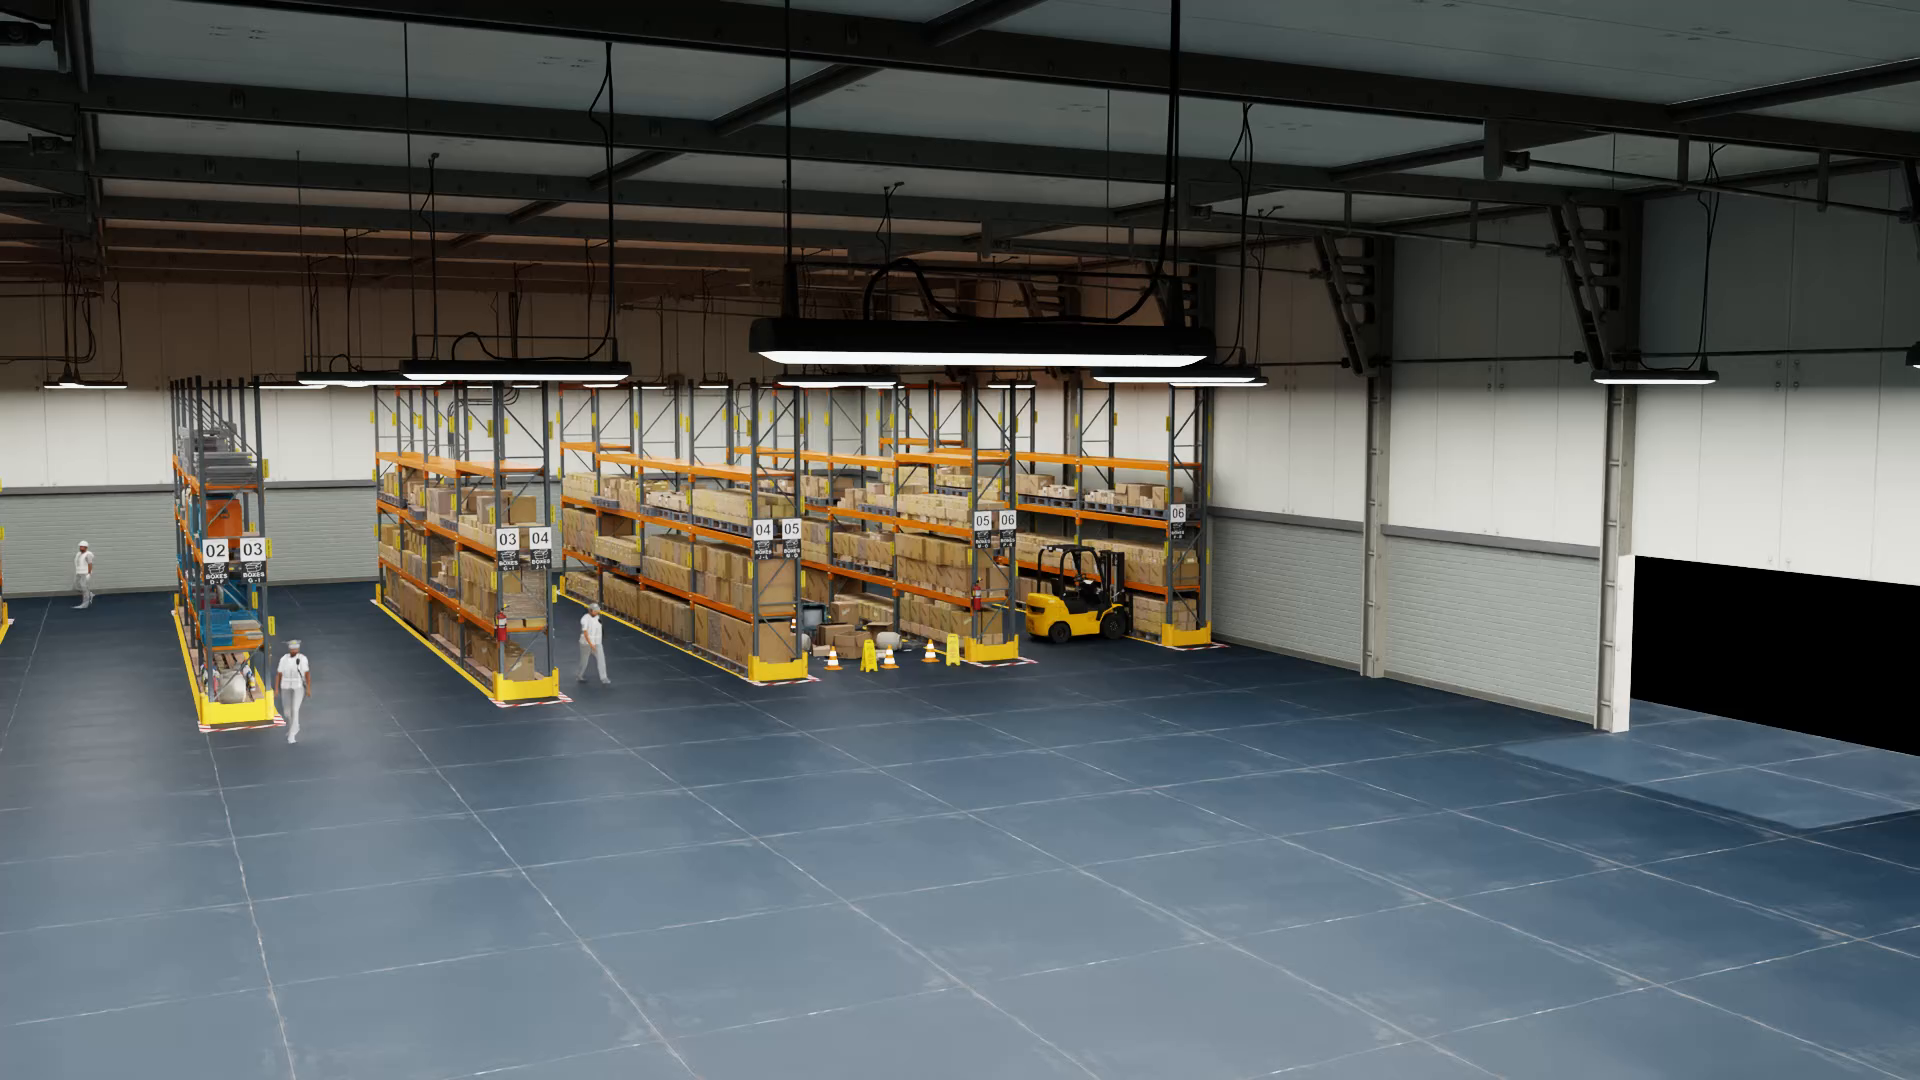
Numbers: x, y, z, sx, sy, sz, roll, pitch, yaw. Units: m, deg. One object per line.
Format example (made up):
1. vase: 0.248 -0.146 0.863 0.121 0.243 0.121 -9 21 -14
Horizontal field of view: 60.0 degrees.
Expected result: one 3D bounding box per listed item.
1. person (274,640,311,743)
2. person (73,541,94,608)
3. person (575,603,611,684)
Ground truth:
1. person: -11.001 2.486 27.437 0.513 1.695 0.692 -1 5 -7
2. person: -23.190 0.908 44.052 0.562 1.778 0.614 3 6 27
3. person: -7.199 2.022 32.642 0.466 1.574 1.095 -5 7 -42
